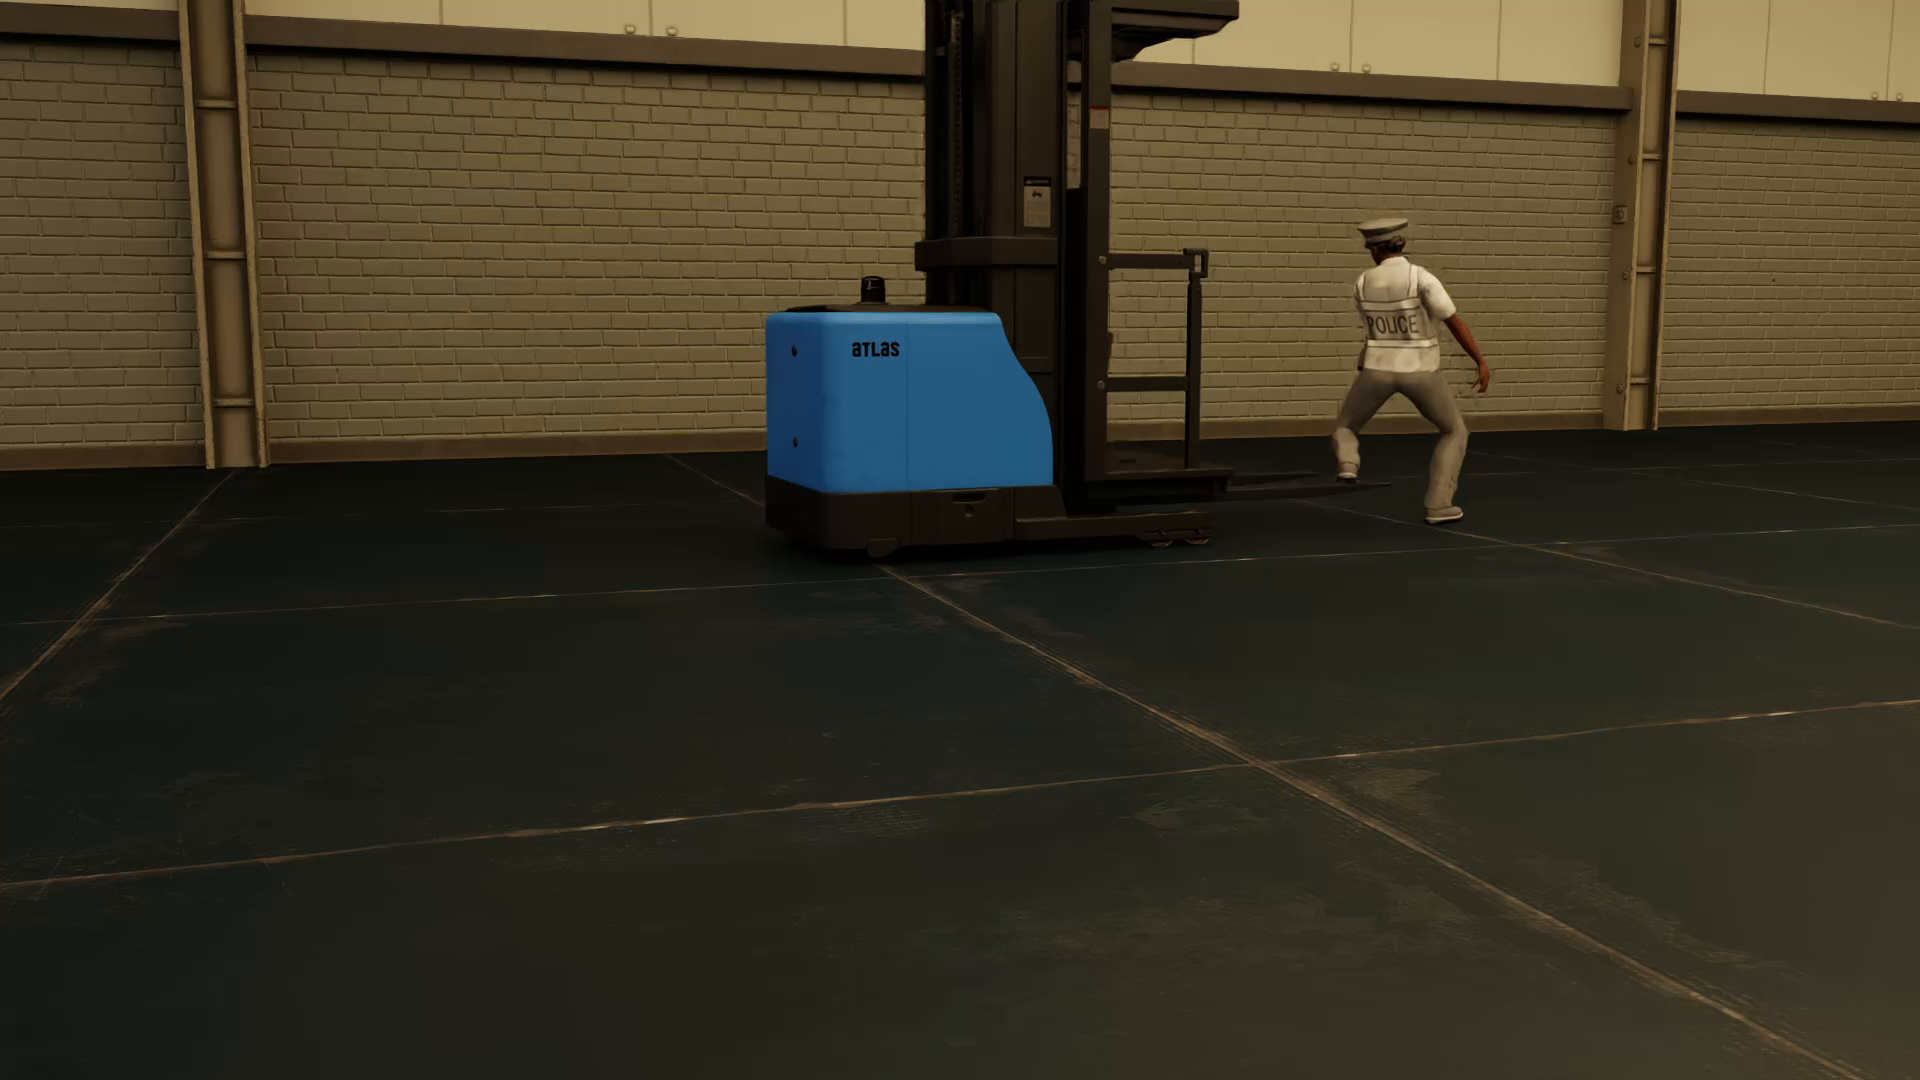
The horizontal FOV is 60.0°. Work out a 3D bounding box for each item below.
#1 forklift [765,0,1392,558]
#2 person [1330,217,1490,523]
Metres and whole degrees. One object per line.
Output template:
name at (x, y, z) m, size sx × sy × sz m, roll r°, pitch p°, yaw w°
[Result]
forklift at (0.642, -1.477, 7.907) m, size 3.031 × 2.935 × 1.130 m, roll -3°, pitch 8°, yaw -22°
person at (2.301, -0.865, 8.513) m, size 0.792 × 1.541 × 0.801 m, roll 3°, pitch 8°, yaw 20°
